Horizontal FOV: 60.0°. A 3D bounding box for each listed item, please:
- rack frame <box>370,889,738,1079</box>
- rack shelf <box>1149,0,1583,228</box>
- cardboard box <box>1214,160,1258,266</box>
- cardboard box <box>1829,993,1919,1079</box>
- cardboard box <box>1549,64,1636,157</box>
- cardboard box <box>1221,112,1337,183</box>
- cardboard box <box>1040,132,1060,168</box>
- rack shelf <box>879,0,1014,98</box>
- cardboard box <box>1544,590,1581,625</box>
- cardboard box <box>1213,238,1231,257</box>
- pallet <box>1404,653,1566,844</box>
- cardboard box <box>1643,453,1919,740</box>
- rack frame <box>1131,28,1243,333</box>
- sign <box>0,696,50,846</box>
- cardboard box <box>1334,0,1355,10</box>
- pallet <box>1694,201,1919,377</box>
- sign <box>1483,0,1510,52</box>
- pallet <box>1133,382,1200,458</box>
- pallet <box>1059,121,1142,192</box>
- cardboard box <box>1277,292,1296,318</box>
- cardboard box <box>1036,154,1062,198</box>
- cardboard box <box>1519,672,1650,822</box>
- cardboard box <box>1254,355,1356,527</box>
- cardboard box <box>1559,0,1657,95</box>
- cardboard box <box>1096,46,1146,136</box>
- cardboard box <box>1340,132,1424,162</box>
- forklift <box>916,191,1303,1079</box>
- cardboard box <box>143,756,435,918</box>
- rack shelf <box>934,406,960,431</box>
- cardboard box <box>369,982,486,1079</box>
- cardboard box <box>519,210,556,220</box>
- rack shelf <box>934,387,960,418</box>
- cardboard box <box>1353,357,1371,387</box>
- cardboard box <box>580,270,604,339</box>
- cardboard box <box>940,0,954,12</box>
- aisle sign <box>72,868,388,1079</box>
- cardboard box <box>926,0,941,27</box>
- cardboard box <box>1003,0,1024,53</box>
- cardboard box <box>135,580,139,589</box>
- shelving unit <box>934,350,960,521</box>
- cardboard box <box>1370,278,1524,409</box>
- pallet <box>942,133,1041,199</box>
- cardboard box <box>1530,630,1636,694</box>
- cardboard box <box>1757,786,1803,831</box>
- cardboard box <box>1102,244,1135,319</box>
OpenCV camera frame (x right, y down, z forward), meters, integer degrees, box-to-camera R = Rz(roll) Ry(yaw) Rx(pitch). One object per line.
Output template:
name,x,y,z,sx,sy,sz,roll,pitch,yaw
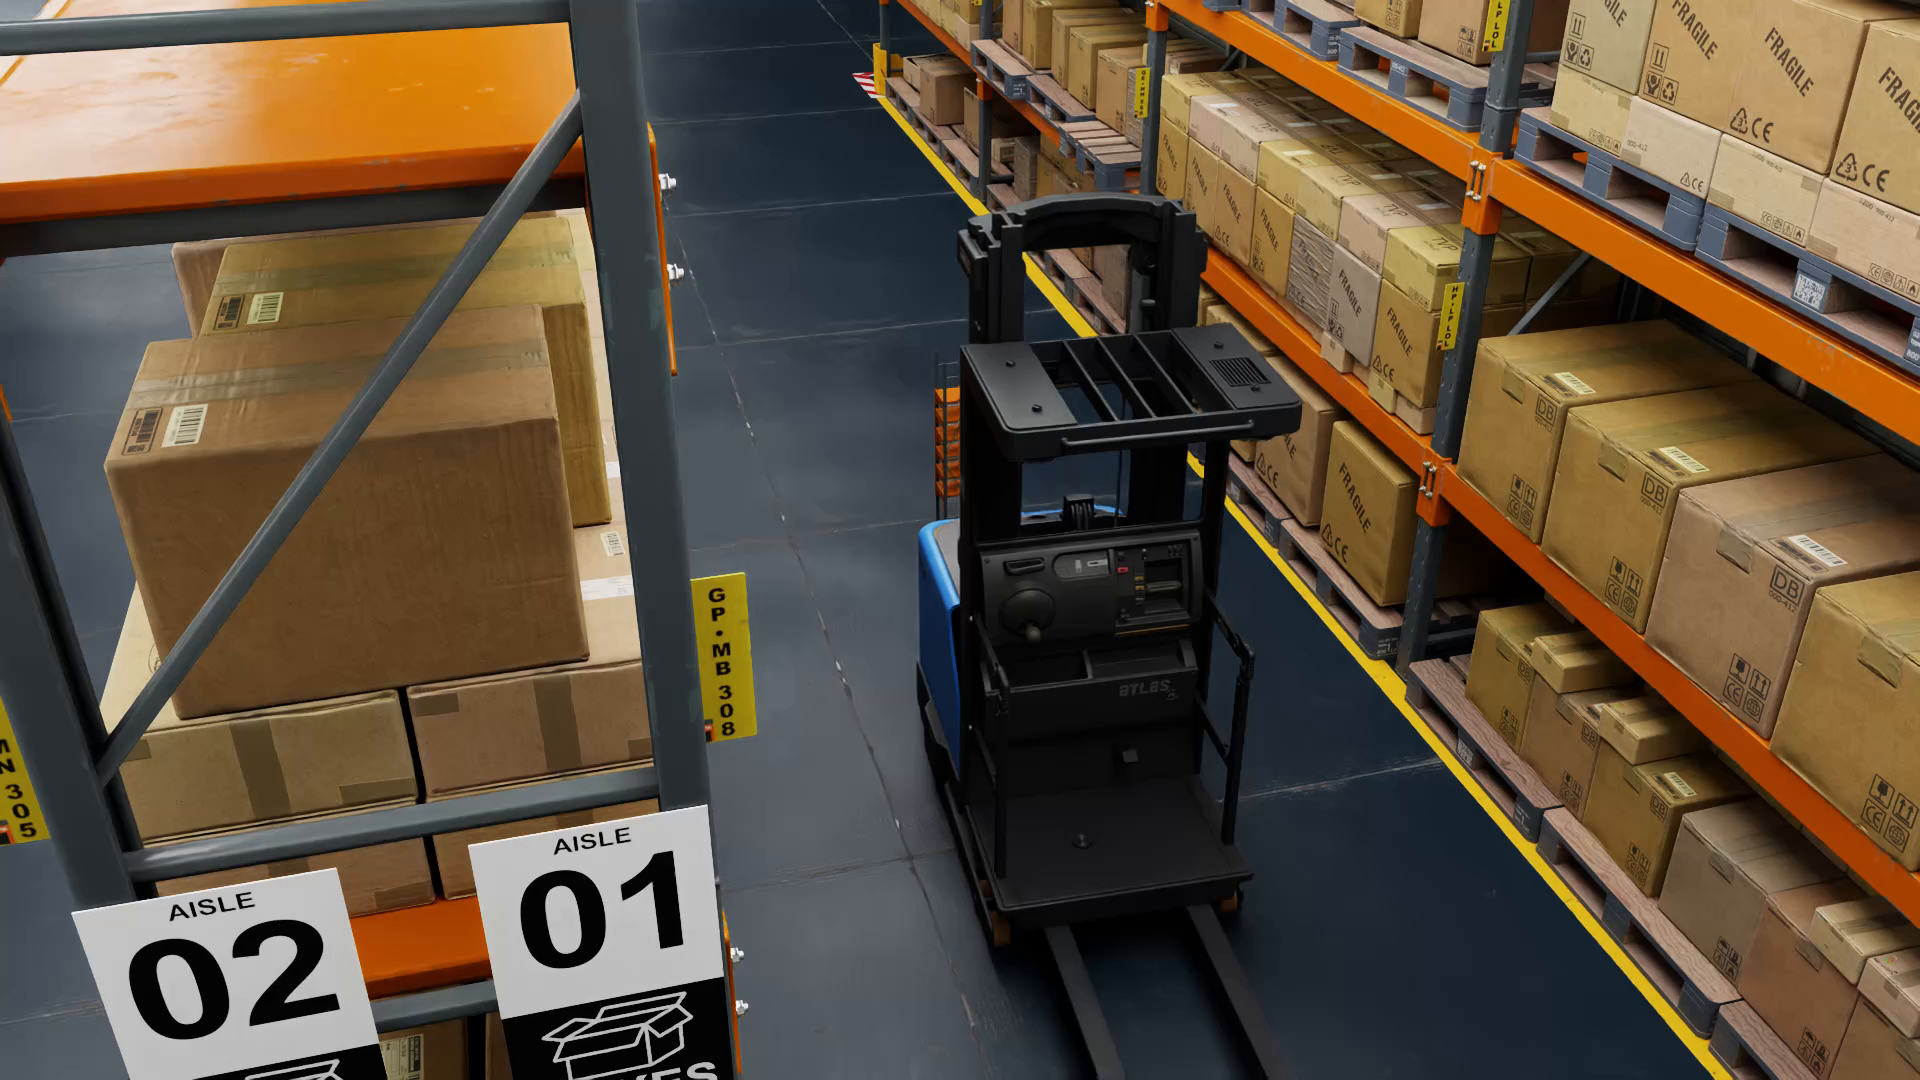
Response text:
rack frame,-0.921,1.949,3.619,1.000,3.000,0.127,-8,31,-13
rack shelf,2.262,-2.596,9.196,1.077,0.370,4.000,-8,31,-13
cardboard box,1.874,-1.993,10.013,0.500,0.500,0.500,-8,31,-13
cardboard box,3.572,1.864,5.842,0.700,0.500,0.500,-8,31,-13
cardboard box,2.722,-1.733,6.617,0.500,0.250,0.500,-8,31,-13
cardboard box,1.883,-2.326,9.841,0.500,0.250,0.500,-8,31,-13
cardboard box,1.001,-3.375,14.124,0.500,0.250,0.500,-8,31,-14
rack shelf,0.138,-5.162,16.622,1.077,0.370,4.000,-8,31,-13
cardboard box,3.045,0.255,7.975,0.380,0.149,0.250,-8,31,-14
cardboard box,1.828,-1.918,10.531,0.380,0.149,0.250,-8,31,-14
pallet,2.919,0.941,8.144,1.003,0.211,1.213,-8,31,-13
cardboard box,3.312,0.195,6.351,0.980,0.700,0.700,-9,31,-16
rack frame,1.731,-2.575,11.436,1.000,3.000,0.127,-8,31,-13
sign,-1.461,0.332,2.535,0.100,0.325,0.005,-8,31,-13
cardboard box,2.384,-3.125,8.853,0.700,0.500,0.500,-8,31,-13
pallet,3.320,-0.918,5.667,1.003,0.211,1.213,-8,31,-13
sign,2.272,-2.224,7.005,0.100,0.325,0.005,-8,31,-13
pallet,1.867,-0.977,11.459,1.003,0.211,1.213,-8,31,-13
pallet,1.439,-2.822,12.054,1.213,0.211,1.003,-8,31,-13
cardboard box,2.075,-1.418,9.667,0.380,0.149,0.250,-7,31,-12
cardboard box,1.066,-3.019,14.259,0.700,0.500,0.500,-8,31,-14
cardboard box,3.022,0.875,7.551,0.700,0.500,0.500,-8,31,-14
cardboard box,2.256,-0.620,9.785,0.750,0.750,0.750,-7,31,-12
cardboard box,2.711,-2.044,6.407,0.500,0.500,0.500,-8,31,-14
cardboard box,1.422,-3.301,12.150,0.700,0.500,0.500,-11,32,-18
cardboard box,2.504,-2.151,9.538,0.500,0.250,0.500,-9,31,-14
forklift,0.592,0.244,6.633,1.130,2.935,3.031,-6,31,-10
cardboard box,-1.311,0.503,3.273,0.500,0.250,0.500,-8,31,-13
rack shelf,-0.004,-0.696,9.595,0.258,0.103,0.180,-8,31,-13
cardboard box,-1.304,1.295,3.652,0.500,0.500,0.500,-8,31,-14
cardboard box,-1.403,-0.805,4.285,0.700,0.500,0.500,-8,31,-13
rack shelf,-0.004,-0.799,9.535,0.258,0.103,0.180,-8,31,-13
cardboard box,2.315,-0.918,8.804,0.380,0.149,0.250,-7,31,-12
cardboard box,-1.200,-0.508,4.521,0.500,0.250,0.500,-8,31,-13
cardboard box,0.108,-5.203,15.357,0.500,0.500,0.500,-8,31,-14
aisle sign,-1.198,0.898,2.841,0.394,0.787,0.004,-8,31,-13
cardboard box,-0.021,-5.122,15.965,0.500,0.250,0.500,-8,31,-14
cardboard box,0.771,-4.490,14.206,0.700,0.500,0.500,-8,31,-13
cardboard box,-1.436,0.044,3.567,0.500,0.250,0.500,-8,31,-13
shelving unit,-0.004,-0.526,9.693,0.258,1.200,0.189,-8,31,-13
cardboard box,2.427,-1.013,8.321,0.500,0.500,0.500,-8,31,-14
pallet,0.457,-3.620,16.024,1.003,0.211,1.213,-8,31,-13
cardboard box,2.807,0.541,7.481,0.380,0.149,0.250,-7,31,-12
cardboard box,3.460,1.005,6.679,0.380,0.149,0.250,-8,31,-13
cardboard box,1.489,-2.024,12.540,0.700,0.500,0.500,-7,31,-13
